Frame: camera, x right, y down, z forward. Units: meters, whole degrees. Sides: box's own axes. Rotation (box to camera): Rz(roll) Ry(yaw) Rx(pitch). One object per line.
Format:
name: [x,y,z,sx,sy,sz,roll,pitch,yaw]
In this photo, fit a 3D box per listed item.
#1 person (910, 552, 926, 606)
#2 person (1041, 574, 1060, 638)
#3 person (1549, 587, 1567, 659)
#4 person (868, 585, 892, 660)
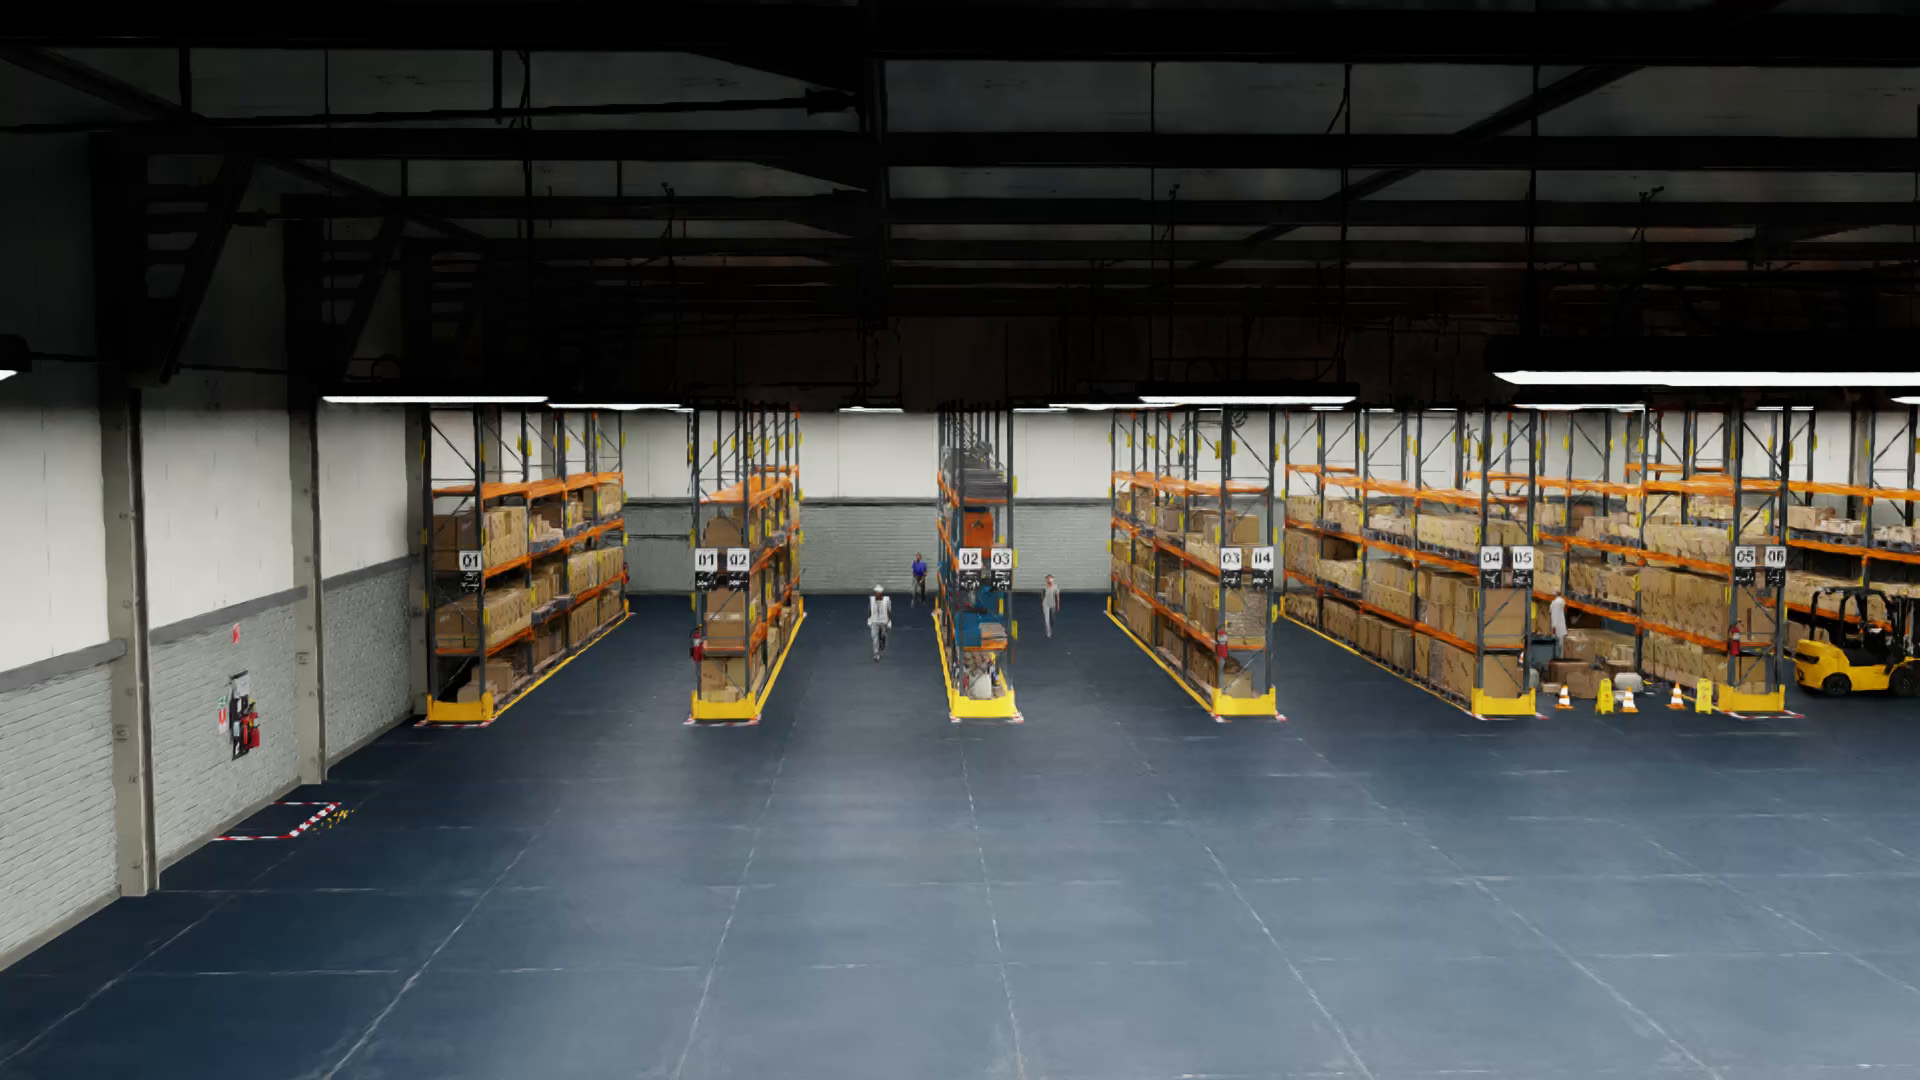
person: [-1.212,1.166,49.461,0.443,1.572,0.993,1,4,7]
person: [2.326,1.795,42.676,0.455,1.369,0.996,0,4,-3]
person: [13.552,1.944,37.839,0.647,1.773,0.692,2,5,23]
person: [-1.870,1.908,38.859,0.577,1.733,1.043,0,4,-3]
